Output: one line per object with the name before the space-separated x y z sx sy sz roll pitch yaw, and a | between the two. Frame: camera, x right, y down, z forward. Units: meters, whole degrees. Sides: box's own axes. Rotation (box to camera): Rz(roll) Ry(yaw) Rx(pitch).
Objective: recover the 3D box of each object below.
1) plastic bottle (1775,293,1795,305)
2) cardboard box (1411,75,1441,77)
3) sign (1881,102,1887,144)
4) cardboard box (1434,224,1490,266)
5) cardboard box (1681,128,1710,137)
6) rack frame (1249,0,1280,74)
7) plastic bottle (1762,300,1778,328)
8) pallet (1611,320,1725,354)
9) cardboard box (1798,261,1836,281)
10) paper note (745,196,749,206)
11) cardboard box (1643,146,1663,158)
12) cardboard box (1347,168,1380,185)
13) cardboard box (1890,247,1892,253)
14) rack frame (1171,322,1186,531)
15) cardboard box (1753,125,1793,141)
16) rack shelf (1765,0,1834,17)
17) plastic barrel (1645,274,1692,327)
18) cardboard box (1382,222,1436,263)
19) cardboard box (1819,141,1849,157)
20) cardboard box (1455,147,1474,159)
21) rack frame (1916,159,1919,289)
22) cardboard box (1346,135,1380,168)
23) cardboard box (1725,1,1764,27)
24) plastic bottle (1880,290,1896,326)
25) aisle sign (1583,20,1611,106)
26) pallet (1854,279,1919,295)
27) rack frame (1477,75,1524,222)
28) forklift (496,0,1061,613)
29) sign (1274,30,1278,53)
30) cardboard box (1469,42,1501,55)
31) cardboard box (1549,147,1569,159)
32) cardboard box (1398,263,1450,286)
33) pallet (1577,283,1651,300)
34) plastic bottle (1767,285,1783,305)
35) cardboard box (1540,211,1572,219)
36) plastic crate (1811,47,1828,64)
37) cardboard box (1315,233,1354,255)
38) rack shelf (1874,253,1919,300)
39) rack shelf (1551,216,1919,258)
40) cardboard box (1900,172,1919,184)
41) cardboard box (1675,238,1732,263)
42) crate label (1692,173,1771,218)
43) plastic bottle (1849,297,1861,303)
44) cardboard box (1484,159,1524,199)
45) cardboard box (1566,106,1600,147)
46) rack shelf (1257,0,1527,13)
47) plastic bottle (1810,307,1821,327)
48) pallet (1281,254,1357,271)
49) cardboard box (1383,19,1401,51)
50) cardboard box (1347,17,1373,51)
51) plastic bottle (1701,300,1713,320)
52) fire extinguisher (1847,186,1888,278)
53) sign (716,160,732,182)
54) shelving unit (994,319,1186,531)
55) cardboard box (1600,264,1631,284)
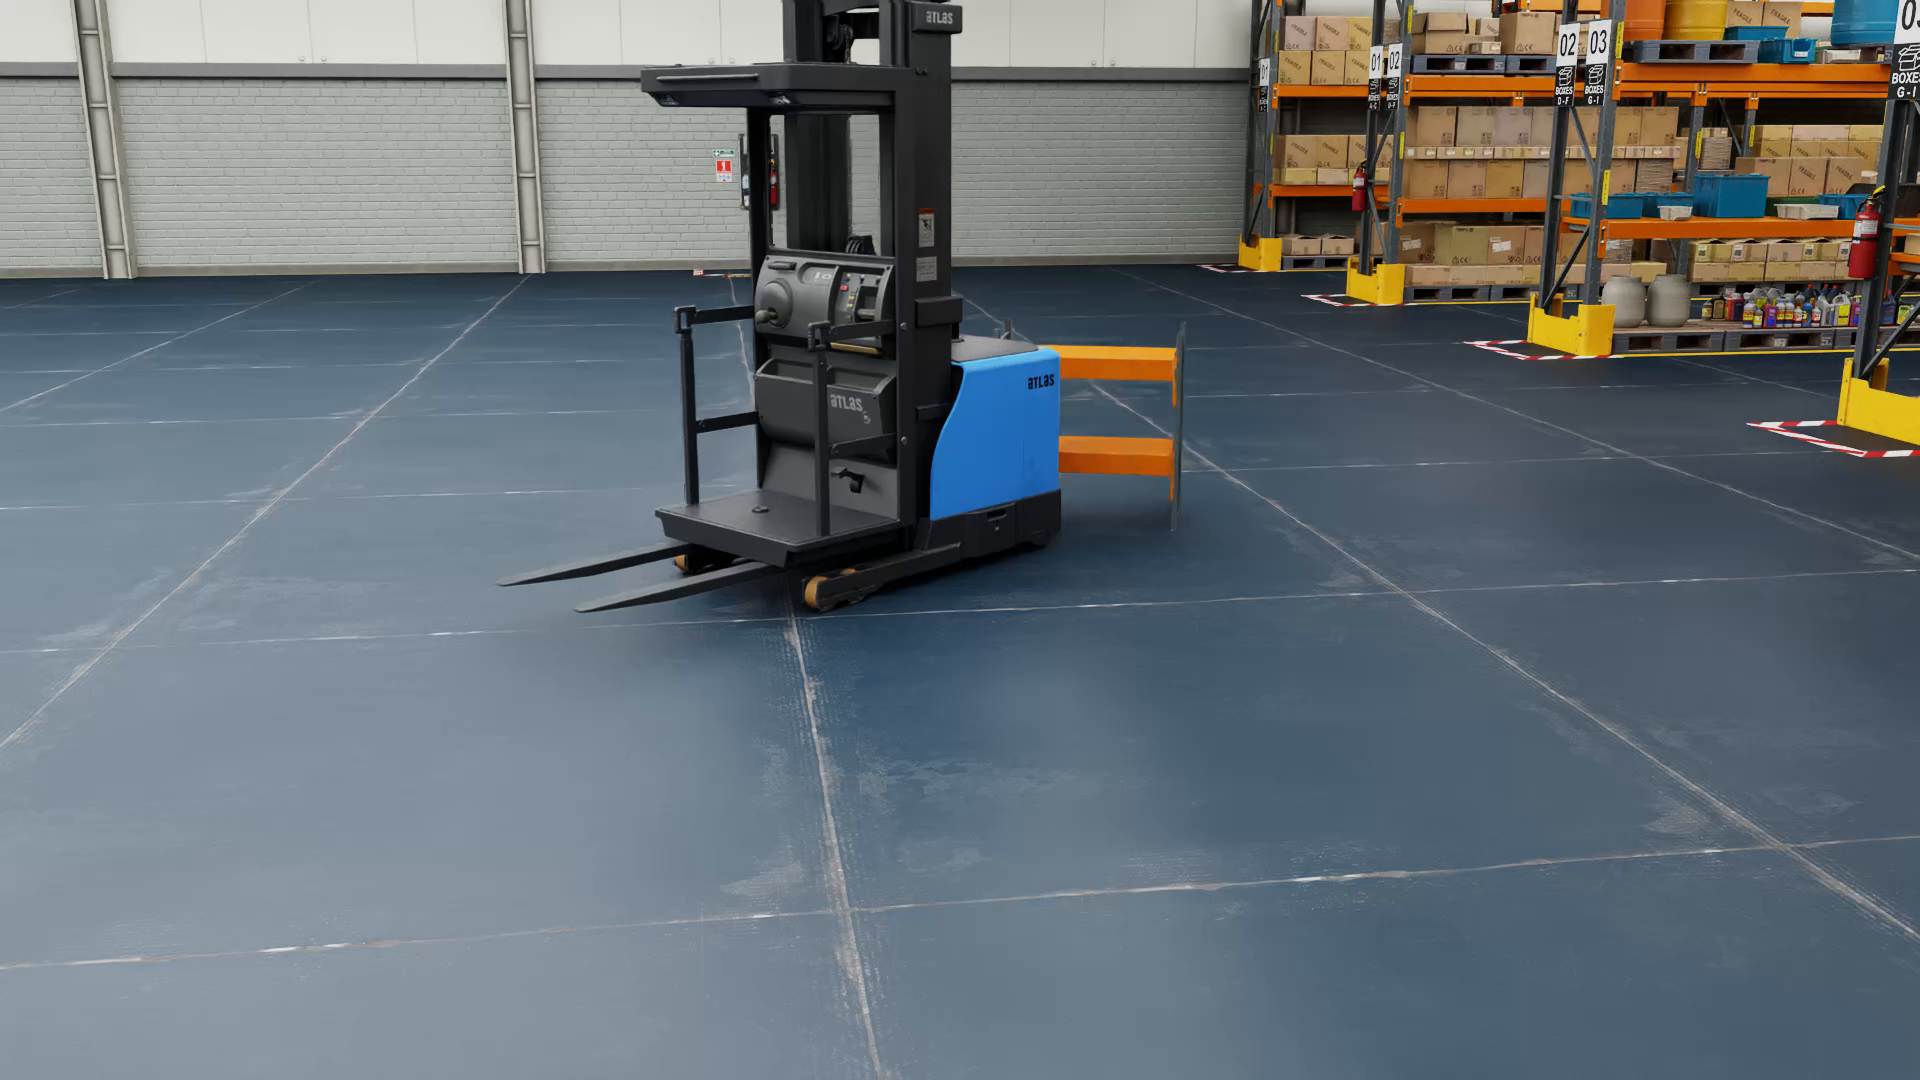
plastic bottle | 8.712 -2.464 17.576 0.135 0.276 0.152 -2 14 -8
cardboard box | 7.150 -7.332 25.879 0.500 0.500 0.500 -3 14 -11
sign | 6.852 -3.071 12.271 0.005 0.325 0.100 -2 14 -8
cardboard box | 6.500 -3.823 21.548 0.500 0.500 0.500 -2 14 -8
cardboard box | 11.959 -6.628 27.040 0.250 0.149 0.380 -5 15 -18
rack frame | 4.701 -8.706 25.438 0.127 3.000 1.000 -2 14 -8
plastic bottle | 8.243 -2.304 16.921 0.133 0.283 0.061 -2 14 -7
pallet | 7.049 -2.103 17.173 1.213 0.211 1.003 -2 14 -8
cardboard box | 11.354 -3.631 22.322 0.500 0.250 0.500 -2 14 -7
paper note | -3.303 -5.315 26.059 0.142 0.148 0.016 -2 14 -8
cardboard box | 8.916 -5.043 21.625 0.250 0.149 0.380 -2 14 -9
cardboard box | 6.247 -5.714 26.106 0.500 0.250 0.500 -2 14 -9
cardboard box | 12.359 -3.938 22.395 0.500 0.311 0.500 -2 14 -9
rack frame | 1.251 -0.655 9.520 0.032 1.125 0.500 2 14 9
cardboard box | 13.128 -6.608 27.004 0.500 0.250 0.500 -2 14 -7
rack shelf | 14.590 -8.526 27.019 4.000 0.370 1.077 -2 14 -8
plastic barrel | 7.312 -2.471 17.158 0.421 0.512 0.421 0 14 0
cardboard box | 5.929 -3.930 21.972 0.500 0.500 0.500 -2 14 -8
cardboard box | 14.140 -6.279 27.235 0.500 0.500 0.500 -2 14 -9
cardboard box | 6.370 -4.949 21.252 0.250 0.149 0.380 -2 14 -8
rack frame | 13.354 -4.895 22.573 0.127 3.000 1.000 -2 14 -8
cardboard box | 6.220 -6.075 26.004 0.500 0.500 0.500 -3 14 -10
cardboard box | 10.014 -6.712 21.557 0.500 0.500 0.500 -2 14 -8
plastic bottle | 9.538 -2.394 17.143 0.185 0.351 0.144 -2 14 -10
aisle sign | 6.149 -4.601 16.058 0.004 0.787 0.394 -2 14 -8
pallet | 12.534 -3.522 22.831 1.213 0.211 1.003 -2 14 -8
rack frame | 8.656 -5.941 26.746 0.127 3.000 1.000 -2 14 -8
forklift | -0.823 -1.224 8.077 1.130 2.935 3.031 13 19 42
sign | 4.782 -7.545 25.176 0.005 0.325 0.100 -2 14 -8
cardboard box | 6.632 -6.210 21.016 0.250 0.149 0.380 -2 14 -8
cardboard box | 7.643 -4.996 21.436 0.250 0.149 0.380 -2 14 -6
cardboard box | 6.006 -3.441 21.565 0.500 0.250 0.500 -2 14 -8
pallet | 8.606 -3.379 22.260 1.213 0.211 1.003 -2 14 -8
plastic bottle | 8.665 -2.535 17.705 0.185 0.351 0.144 -2 14 -9
cardboard box | 9.817 -5.353 27.094 0.500 0.250 0.500 -2 14 -9
plastic crate | 8.532 -4.919 16.938 0.450 0.188 0.336 -2 14 -8
cardboard box | 5.962 -4.730 26.537 0.500 0.311 0.500 -1 14 -4
rack shelf | 8.893 -1.945 12.292 4.000 0.370 1.077 -2 14 -8
rack shelf | 8.155 -3.137 17.042 4.000 0.370 1.077 -2 14 -8
cardboard box | 12.987 -4.849 22.573 0.500 0.311 0.500 -1 14 -5
cardboard box | 9.844 -3.847 22.031 0.500 0.311 0.500 -2 14 -8
crate label | 7.957 -3.562 17.187 0.616 0.435 0.502 -2 14 -8
plastic bottle | 9.302 -2.386 17.263 0.135 0.276 0.152 -2 14 -8
cardboard box | 6.917 -4.704 21.607 0.500 0.500 0.700 -2 14 -8
cardboard box | 7.966 -5.373 21.609 0.500 0.500 0.700 -2 14 -8
rack shelf | 6.679 -8.428 25.815 4.000 0.370 1.077 -2 14 -8
plastic bottle | 8.755 -2.287 17.024 0.097 0.201 0.097 0 14 0
pallet | 5.585 -4.467 26.602 1.213 0.211 1.003 -2 14 -8
cardboard box | 6.616 -7.924 26.185 0.500 0.500 0.500 -2 14 -8
cardboard box | 6.127 -7.777 25.598 0.500 0.500 0.500 -2 14 -7
plastic bottle | 7.928 -2.441 17.638 0.097 0.201 0.097 0 14 0
fire extinguisher | 6.733 -2.291 12.350 0.183 0.674 0.296 -2 14 -8
sign | -3.680 -5.754 25.926 0.234 0.329 0.001 -2 14 -8
shelving unit | 0.750 -0.675 9.601 1.048 1.125 0.538 2 14 9
cardboard box | 8.476 -3.535 21.939 0.500 0.250 0.500 -2 14 -8
